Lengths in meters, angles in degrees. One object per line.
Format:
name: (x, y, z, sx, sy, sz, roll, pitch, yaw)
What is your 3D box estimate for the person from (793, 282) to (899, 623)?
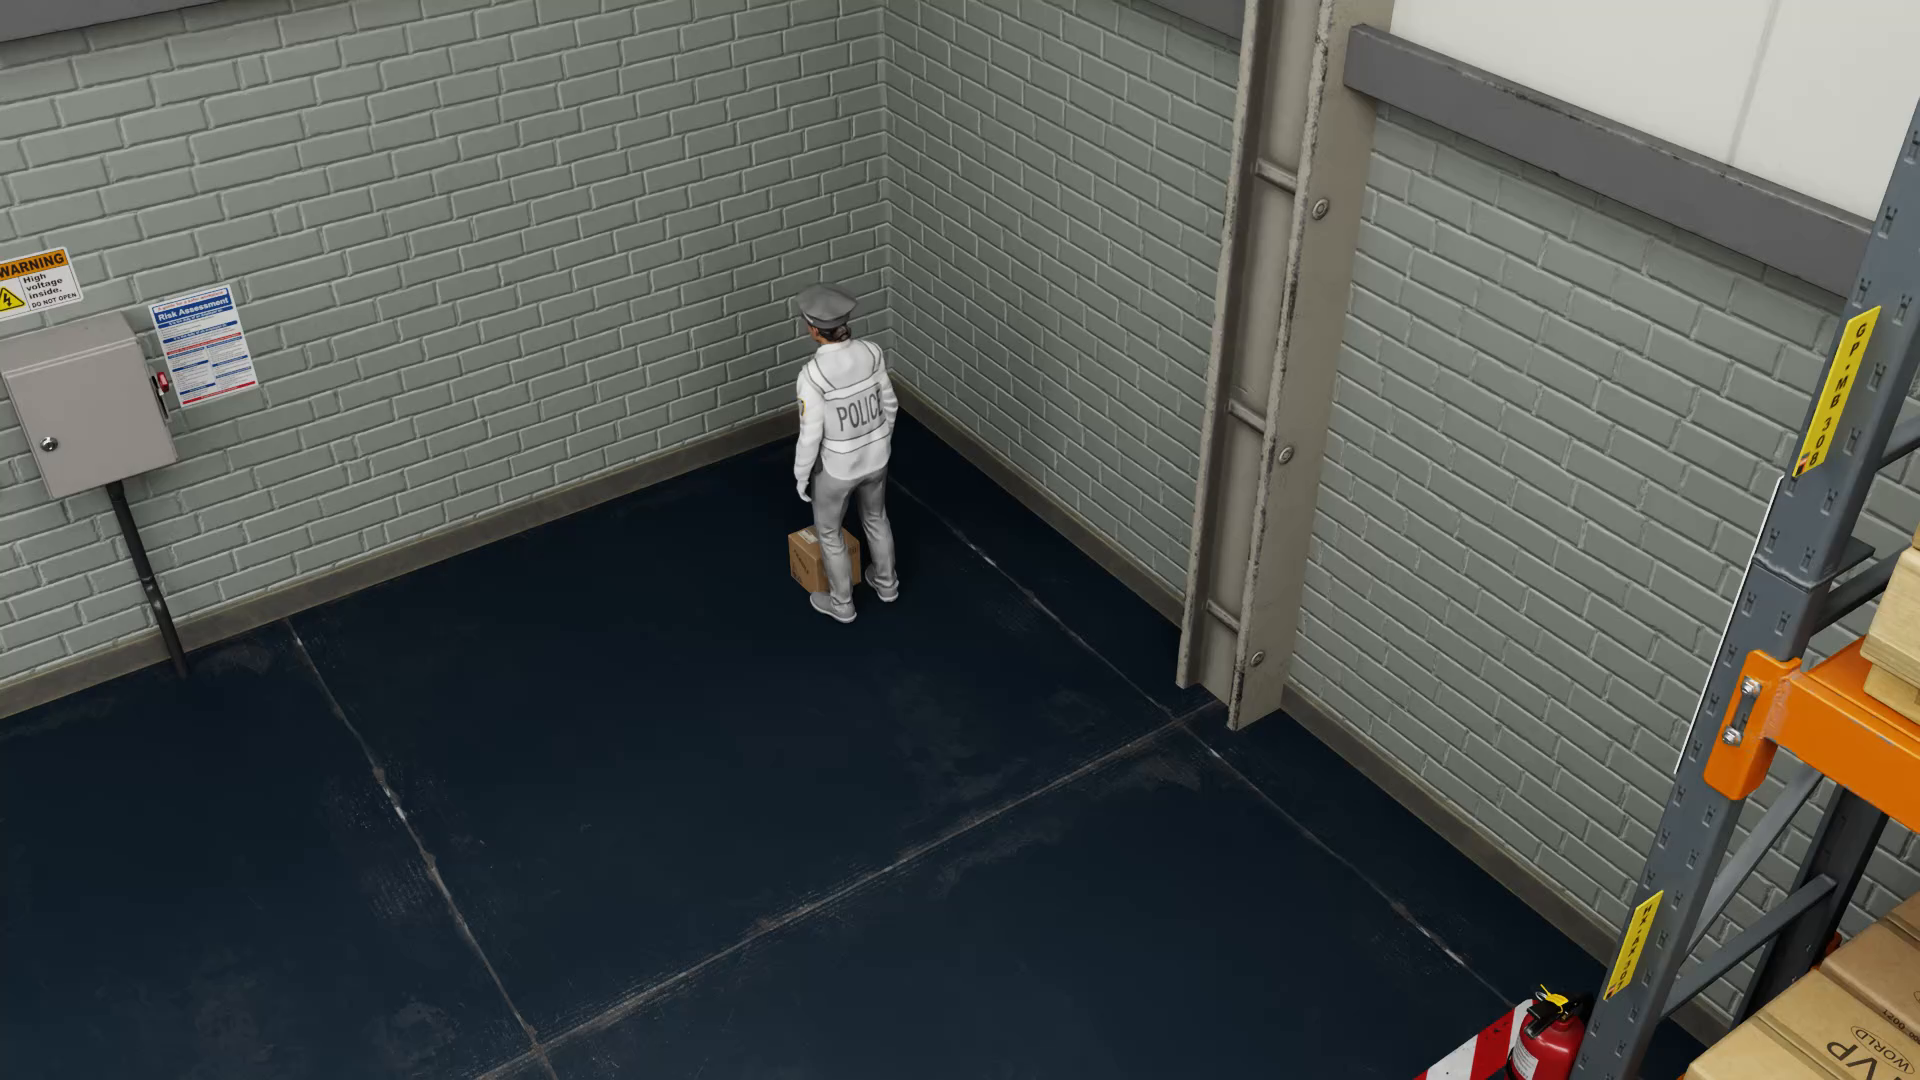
person: (-0.513, -0.358, 7.480, 0.542, 1.662, 0.376, -26, 44, -30)
